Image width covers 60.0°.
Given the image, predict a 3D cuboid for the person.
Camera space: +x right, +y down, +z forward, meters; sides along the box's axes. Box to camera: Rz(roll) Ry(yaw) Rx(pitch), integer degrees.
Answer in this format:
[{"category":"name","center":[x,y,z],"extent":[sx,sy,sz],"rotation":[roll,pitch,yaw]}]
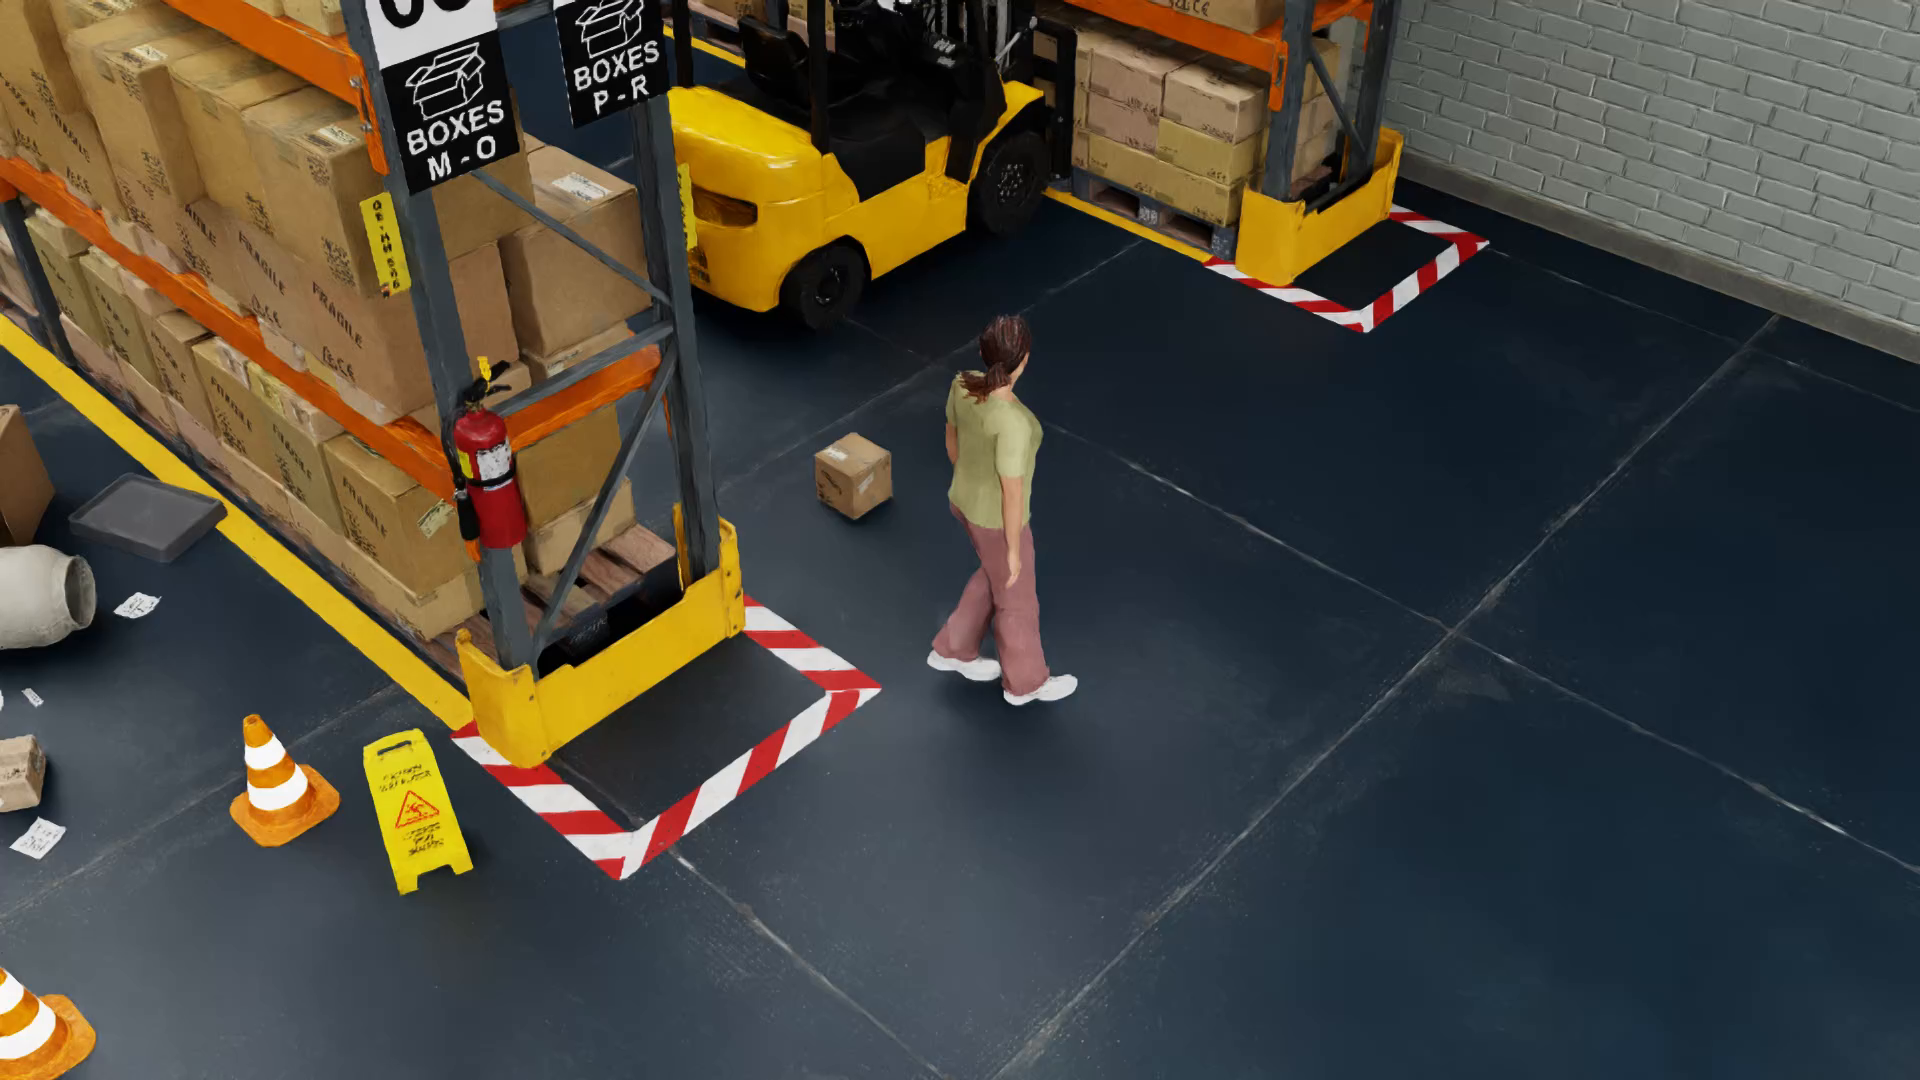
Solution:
[{"category":"person","center":[0.137,-0.091,6.268],"extent":[0.525,1.667,0.535],"rotation":[-20,43,-22]}]
